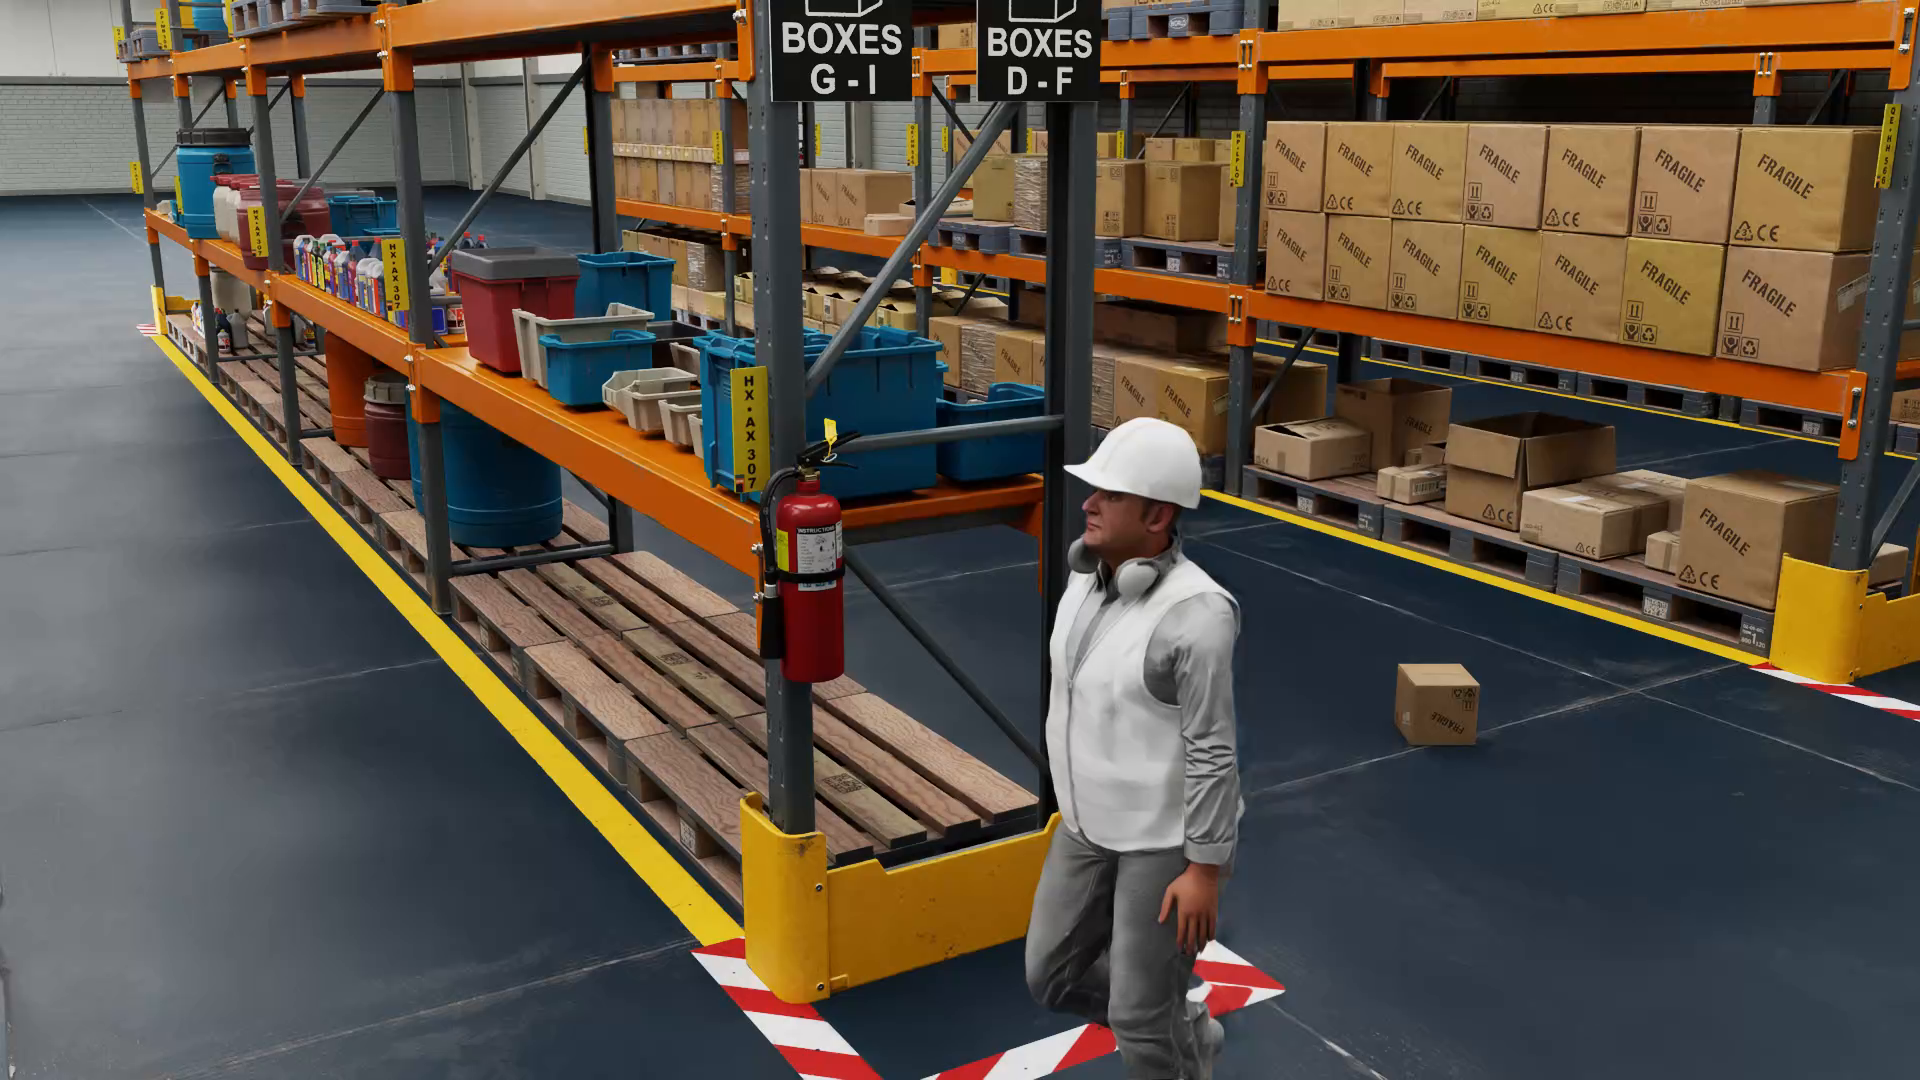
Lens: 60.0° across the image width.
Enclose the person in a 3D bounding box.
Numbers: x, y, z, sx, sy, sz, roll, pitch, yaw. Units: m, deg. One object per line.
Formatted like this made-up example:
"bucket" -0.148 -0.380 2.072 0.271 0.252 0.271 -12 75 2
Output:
"person" 0.432 0.595 3.630 0.509 1.761 0.595 -8 17 -27
